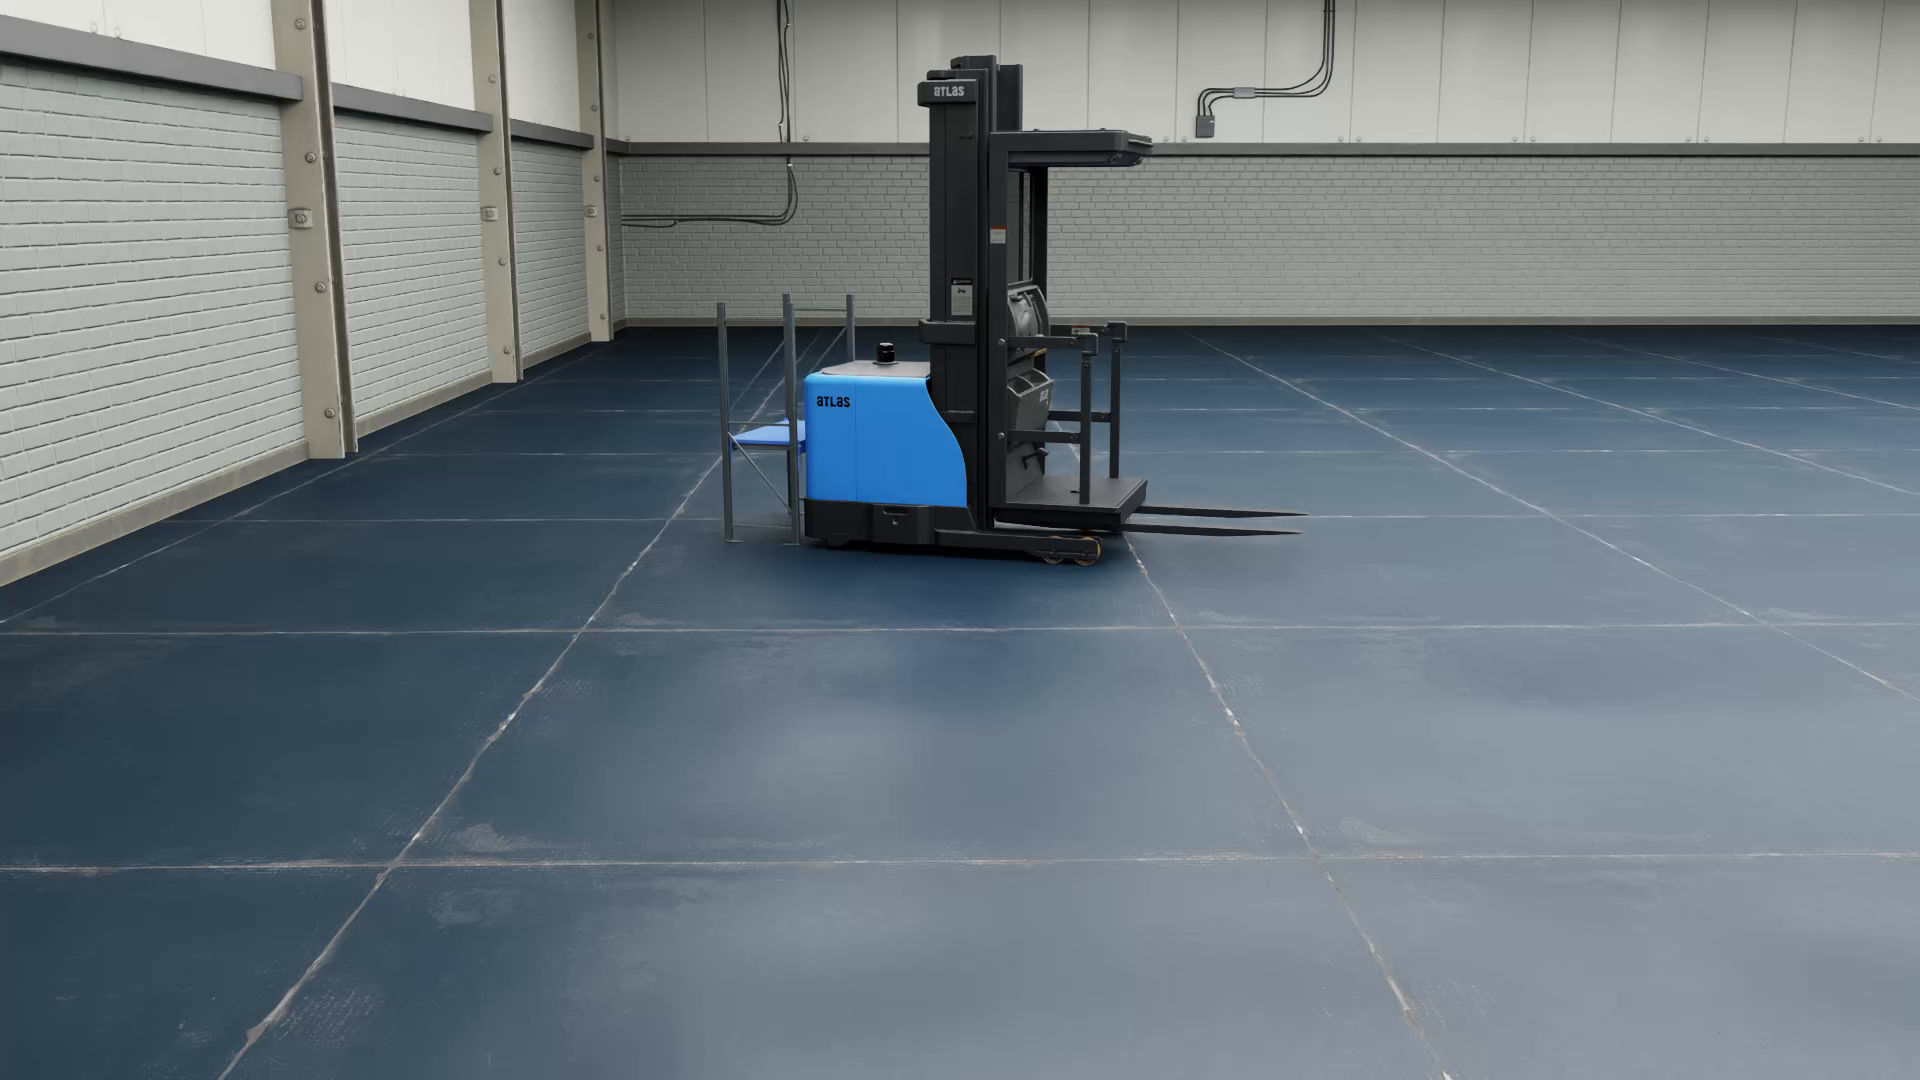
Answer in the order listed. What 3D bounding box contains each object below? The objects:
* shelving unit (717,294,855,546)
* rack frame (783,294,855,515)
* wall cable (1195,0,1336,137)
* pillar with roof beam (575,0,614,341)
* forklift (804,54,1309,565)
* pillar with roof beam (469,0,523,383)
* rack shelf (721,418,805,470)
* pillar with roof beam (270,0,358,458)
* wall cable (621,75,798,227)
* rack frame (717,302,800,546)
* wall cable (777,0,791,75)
[{"bbox_3d":[-1.093,-0.809,10.765,0.538,1.500,1.048,3,12,17],"label":"shelving unit"},{"bbox_3d":[-0.943,-0.905,11.241,0.500,1.500,0.032,3,12,17],"label":"rack frame"},{"bbox_3d":[5.173,-9.813,27.740,2.305,6.003,0.169,0,11,-1],"label":"wall cable"},{"bbox_3d":[-1.276,-7.537,25.075,9.100,9.000,0.400,0,11,-1],"label":"pillar with roof beam"},{"bbox_3d":[0.608,-1.403,10.105,3.031,2.935,1.130,3,12,15],"label":"forklift"},{"bbox_3d":[-1.152,-6.344,19.196,9.100,9.000,0.400,0,11,-1],"label":"pillar with roof beam"},{"bbox_3d":[-1.092,-0.633,10.801,0.538,0.185,1.000,3,12,17],"label":"rack shelf"},{"bbox_3d":[-1.028,-5.151,13.317,9.100,9.000,0.400,0,11,-1],"label":"pillar with roof beam"},{"bbox_3d":[-4.319,-6.588,28.210,3.097,2.526,0.112,0,11,-1],"label":"wall cable"},{"bbox_3d":[-1.244,-0.712,10.289,0.500,1.500,0.032,3,12,17],"label":"rack frame"},{"bbox_3d":[-1.614,-9.074,27.763,3.097,2.526,0.112,0,11,-1],"label":"wall cable"}]
